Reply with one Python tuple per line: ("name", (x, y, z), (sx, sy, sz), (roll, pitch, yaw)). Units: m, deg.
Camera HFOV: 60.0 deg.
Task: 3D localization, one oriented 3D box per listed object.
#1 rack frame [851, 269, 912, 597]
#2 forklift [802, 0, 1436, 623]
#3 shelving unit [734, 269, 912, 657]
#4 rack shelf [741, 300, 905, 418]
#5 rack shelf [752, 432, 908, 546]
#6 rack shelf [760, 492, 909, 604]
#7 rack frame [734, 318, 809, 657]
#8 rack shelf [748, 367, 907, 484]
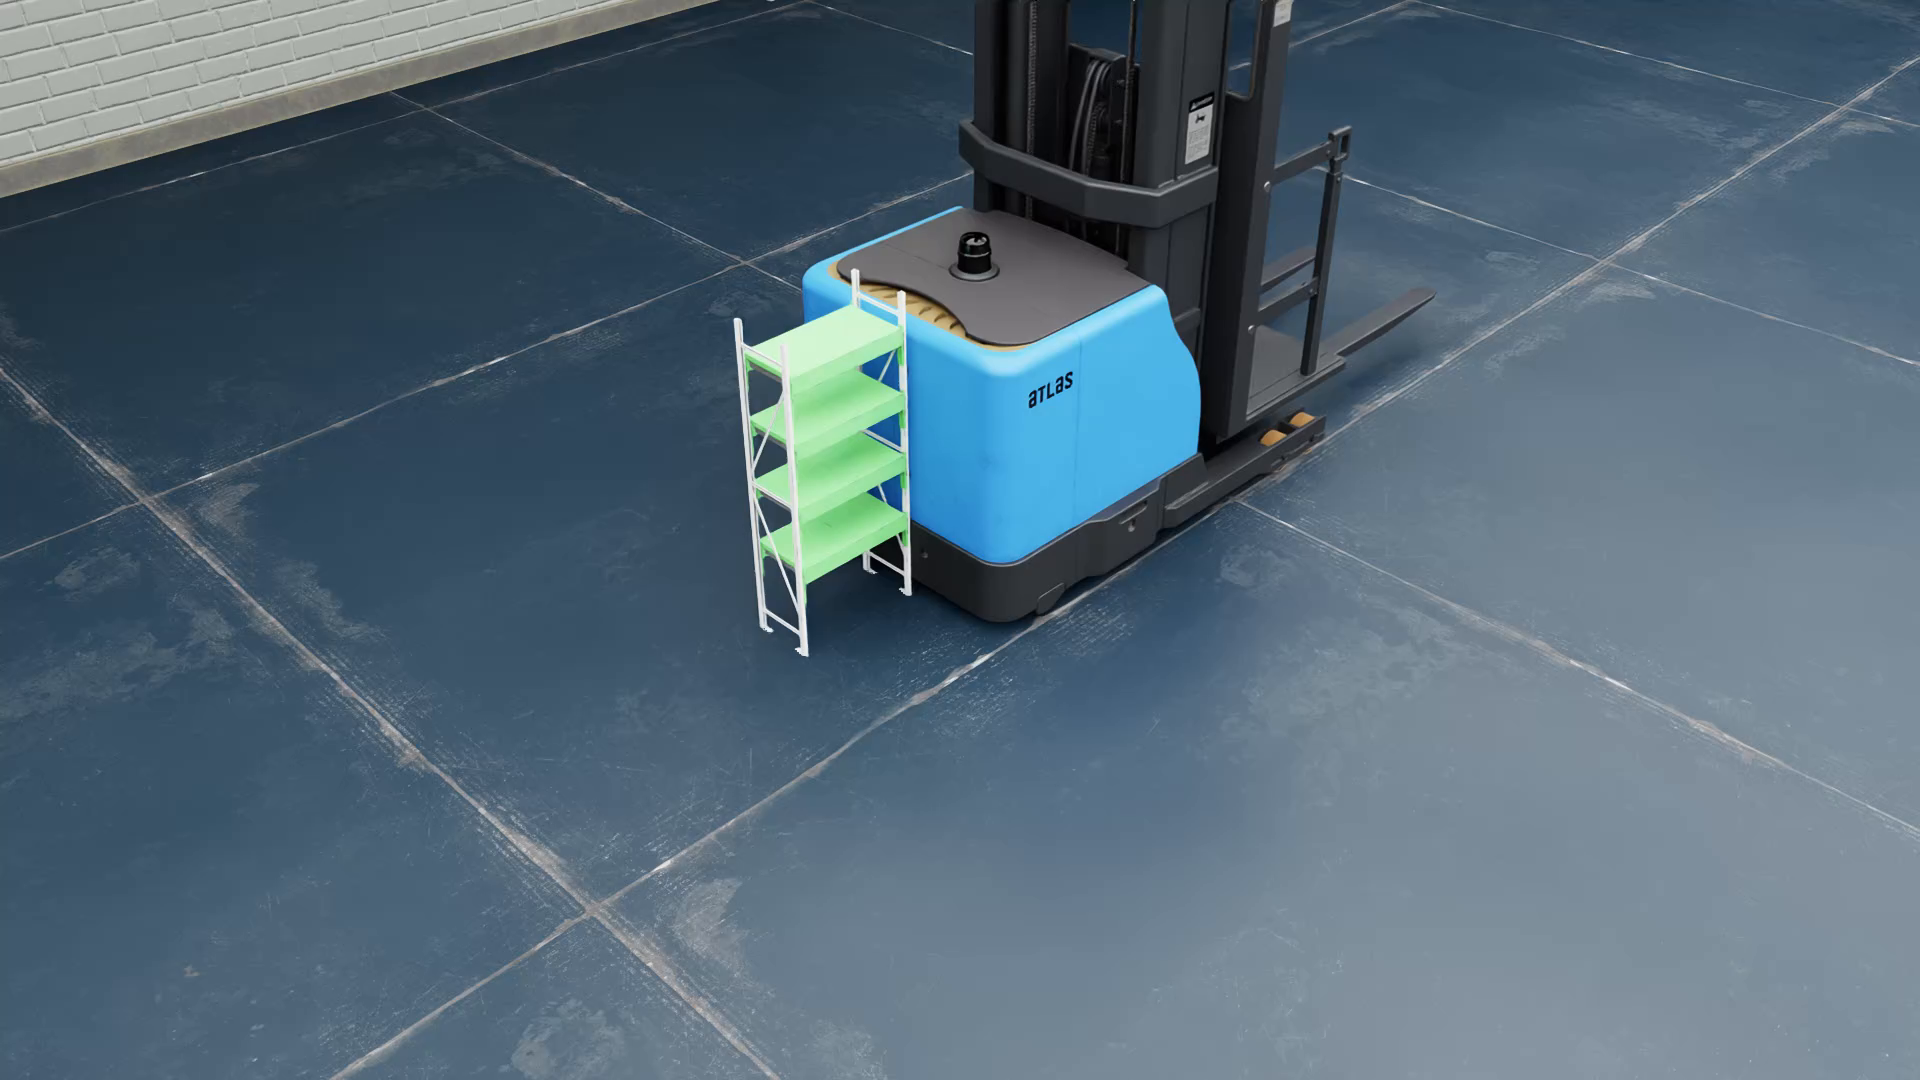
("rack frame", (-0.264, -0.340, 5.689), (0.240, 1.200, 0.015), (30, 45, 35))
("forklift", (0.836, -1.659, 6.066), (1.130, 2.935, 3.031), (30, 45, 35))
("shelving unit", (-0.436, -0.241, 5.547), (0.258, 1.200, 0.503), (30, 45, 35))
("rack shelf", (-0.436, -0.583, 5.309), (0.258, 0.148, 0.480), (30, 45, 35))
("rack shelf", (-0.436, -0.189, 5.584), (0.258, 0.148, 0.480), (30, 45, 35))
("rack shelf", (-0.436, 0.008, 5.721), (0.258, 0.148, 0.480), (30, 45, 35))
("rack frame", (-0.608, -0.142, 5.405), (0.240, 1.200, 0.015), (30, 45, 35))
("rack shelf", (-0.436, -0.386, 5.446), (0.258, 0.148, 0.480), (30, 45, 35))
